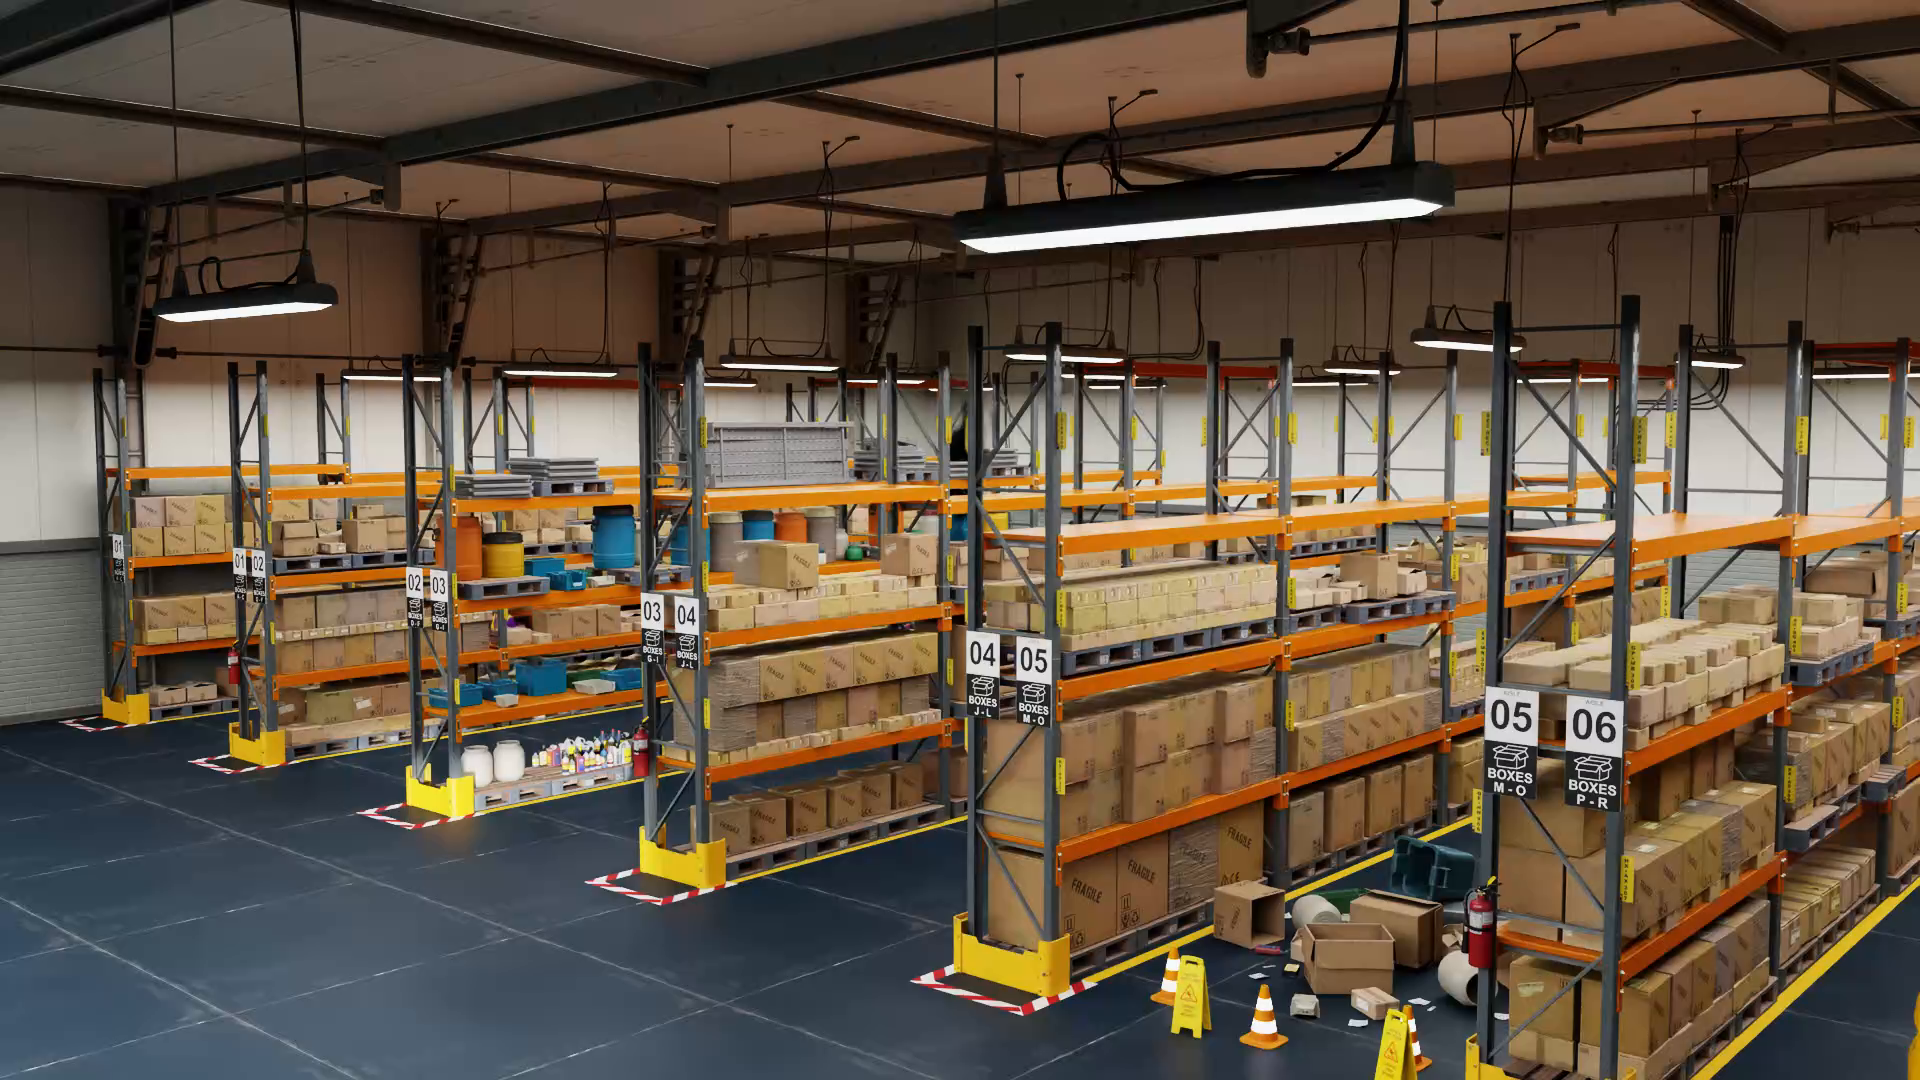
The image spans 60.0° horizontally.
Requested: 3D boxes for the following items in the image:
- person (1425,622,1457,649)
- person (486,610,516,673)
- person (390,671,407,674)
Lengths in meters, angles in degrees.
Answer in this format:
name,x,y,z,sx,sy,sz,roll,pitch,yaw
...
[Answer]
name,x,y,z,sx,sy,sz,roll,pitch,yaw
person,8.859,2.098,30.558,0.602,1.635,0.589,0,4,6
person,-8.667,1.993,31.246,0.675,1.748,0.660,1,4,19
person,-10.053,2.204,29.763,0.695,1.551,0.856,1,4,14
